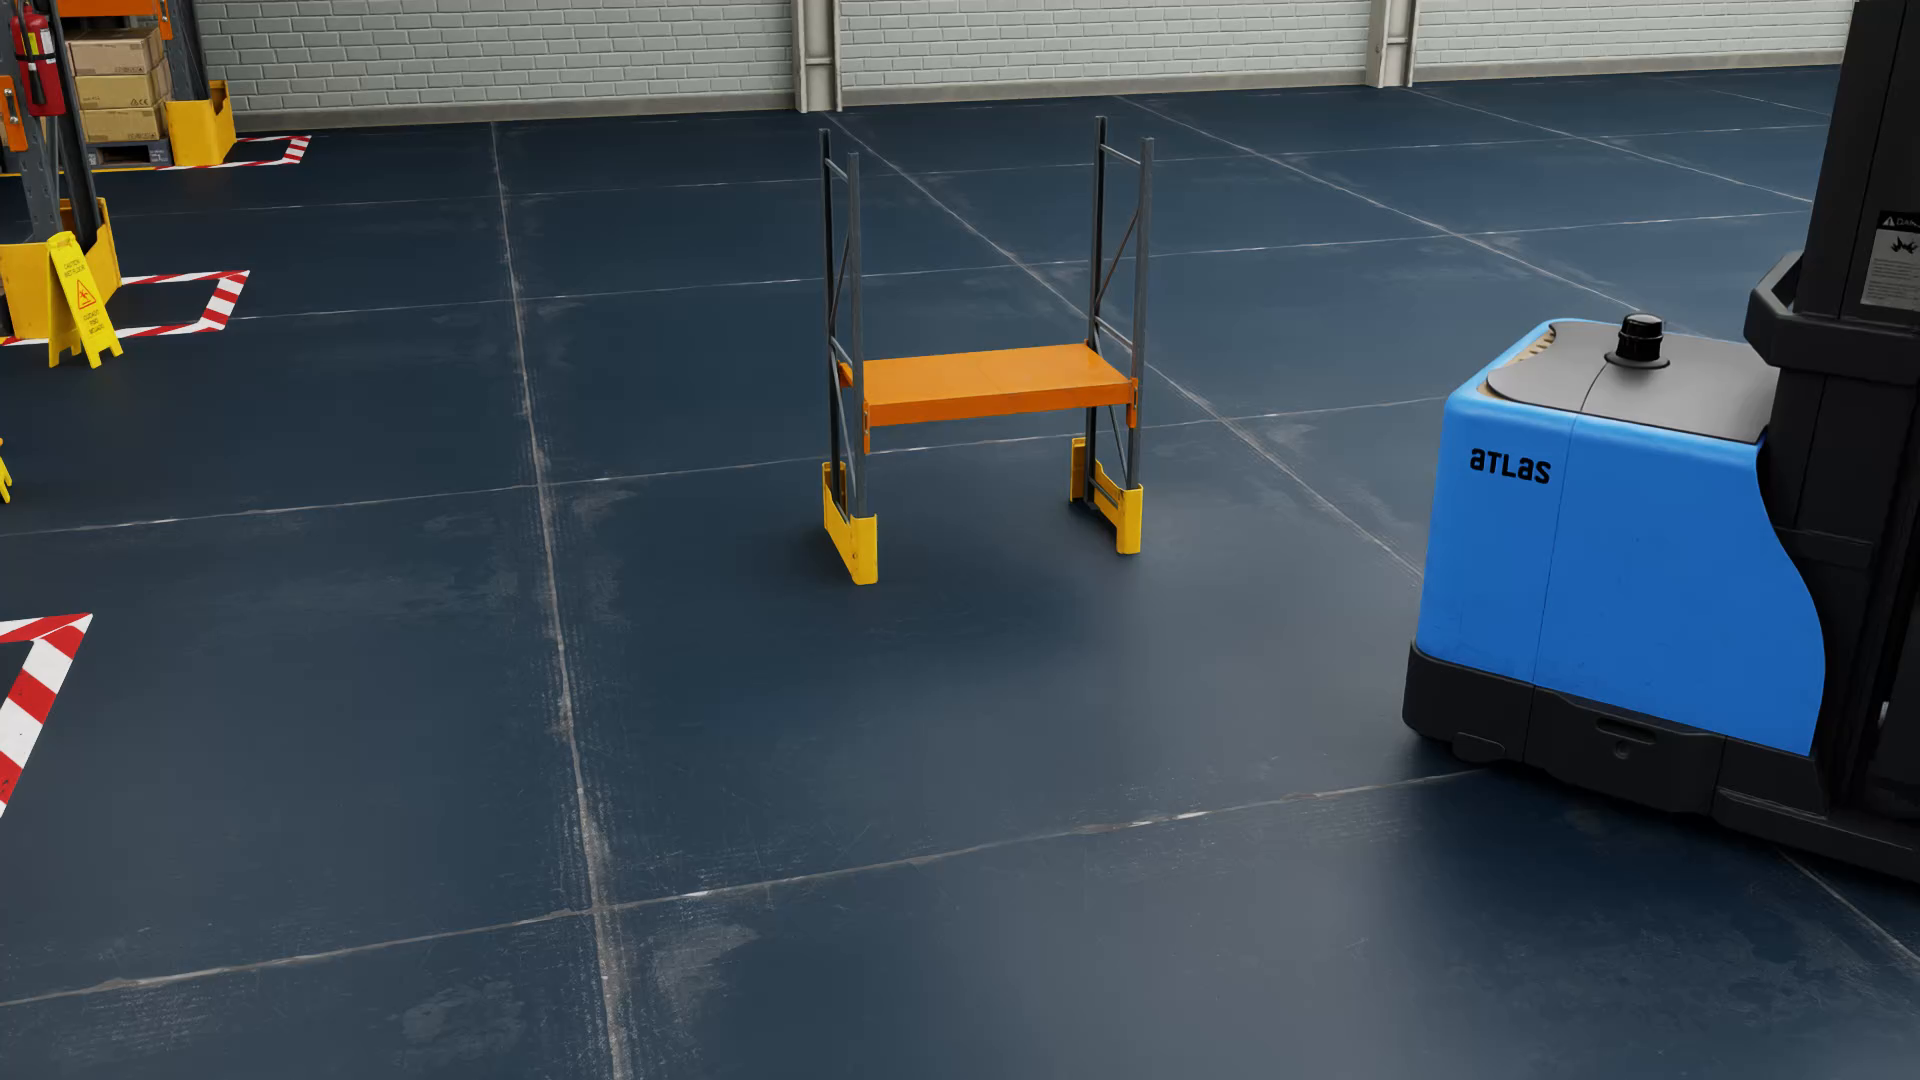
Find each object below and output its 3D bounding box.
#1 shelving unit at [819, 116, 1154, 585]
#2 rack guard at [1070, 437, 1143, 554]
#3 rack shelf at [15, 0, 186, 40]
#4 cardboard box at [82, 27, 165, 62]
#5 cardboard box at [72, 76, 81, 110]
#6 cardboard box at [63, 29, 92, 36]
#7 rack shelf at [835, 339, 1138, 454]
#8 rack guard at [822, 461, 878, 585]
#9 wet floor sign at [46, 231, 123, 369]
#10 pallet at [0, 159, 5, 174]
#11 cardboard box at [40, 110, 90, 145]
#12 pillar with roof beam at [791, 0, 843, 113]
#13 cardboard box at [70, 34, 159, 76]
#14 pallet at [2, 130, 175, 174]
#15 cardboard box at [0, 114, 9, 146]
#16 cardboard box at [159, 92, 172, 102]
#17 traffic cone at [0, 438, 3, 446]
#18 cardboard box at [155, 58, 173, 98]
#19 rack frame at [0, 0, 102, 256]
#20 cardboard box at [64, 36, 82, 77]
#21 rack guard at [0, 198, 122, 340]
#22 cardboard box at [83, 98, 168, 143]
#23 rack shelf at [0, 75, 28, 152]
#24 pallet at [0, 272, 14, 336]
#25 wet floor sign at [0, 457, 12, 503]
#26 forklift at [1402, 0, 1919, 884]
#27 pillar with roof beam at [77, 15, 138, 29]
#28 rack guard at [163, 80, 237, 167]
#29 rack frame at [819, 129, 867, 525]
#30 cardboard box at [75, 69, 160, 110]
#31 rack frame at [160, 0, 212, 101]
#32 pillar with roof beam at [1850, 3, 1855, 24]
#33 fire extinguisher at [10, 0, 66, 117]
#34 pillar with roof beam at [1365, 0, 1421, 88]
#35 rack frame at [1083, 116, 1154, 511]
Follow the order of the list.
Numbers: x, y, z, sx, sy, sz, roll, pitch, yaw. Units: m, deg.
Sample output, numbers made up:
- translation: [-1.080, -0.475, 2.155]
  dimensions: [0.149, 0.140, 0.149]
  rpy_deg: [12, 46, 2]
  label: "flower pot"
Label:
- translation: [0.073, -0.697, 5.973]
  dimensions: [1.083, 1.500, 0.587]
  rpy_deg: [-6, 24, -14]
  label: "shelving unit"
- translation: [0.553, -0.176, 6.343]
  dimensions: [0.087, 0.250, 0.587]
  rpy_deg: [-6, 24, -14]
  label: "rack guard"
- translation: [-8.128, -4.007, 12.696]
  dimensions: [4.000, 0.370, 1.077]
  rpy_deg: [-6, 24, -14]
  label: "rack shelf"
- translation: [-6.716, -3.960, 13.361]
  dimensions: [0.500, 0.250, 0.500]
  rpy_deg: [-7, 24, -15]
  label: "cardboard box"
- translation: [-7.073, -3.490, 12.899]
  dimensions: [0.500, 0.250, 0.500]
  rpy_deg: [-7, 24, -15]
  label: "cardboard box"
- translation: [-7.197, -3.905, 13.234]
  dimensions: [0.500, 0.250, 0.500]
  rpy_deg: [-6, 24, -14]
  label: "cardboard box"
- translation: [0.082, -0.533, 6.046]
  dimensions: [1.000, 0.185, 0.538]
  rpy_deg: [-6, 24, -14]
  label: "rack shelf"
- translation: [-0.406, -0.070, 6.096]
  dimensions: [0.087, 0.250, 0.587]
  rpy_deg: [-6, 24, -14]
  label: "rack guard"
- translation: [-4.386, -1.198, 8.224]
  dimensions: [0.232, 0.644, 0.267]
  rpy_deg: [2, 23, 4]
  label: "wet floor sign"
- translation: [-8.100, -3.043, 13.074]
  dimensions: [1.213, 0.211, 1.003]
  rpy_deg: [-6, 24, -14]
  label: "pallet"
- translation: [-7.051, -3.260, 12.999]
  dimensions: [0.500, 0.250, 0.500]
  rpy_deg: [-6, 24, -14]
  label: "cardboard box"
- translation: [-0.177, -6.580, 10.173]
  dimensions: [0.400, 9.000, 9.100]
  rpy_deg: [-6, 24, -14]
  label: "pillar with roof beam"
- translation: [-6.562, -3.772, 12.923]
  dimensions: [0.500, 0.250, 0.500]
  rpy_deg: [-5, 24, -13]
  label: "cardboard box"
- translation: [-6.928, -3.172, 13.374]
  dimensions: [1.213, 0.211, 1.003]
  rpy_deg: [-6, 24, -14]
  label: "pallet"
- translation: [-7.535, -3.211, 12.883]
  dimensions: [0.500, 0.250, 0.500]
  rpy_deg: [-6, 24, -14]
  label: "cardboard box"
- translation: [-6.728, -3.502, 13.561]
  dimensions: [0.500, 0.250, 0.500]
  rpy_deg: [-6, 24, -14]
  label: "cardboard box"
- translation: [-4.297, -0.580, 7.014]
  dimensions: [0.334, 0.463, 0.336]
  rpy_deg: [-6, 24, -14]
  label: "traffic cone"
- translation: [-6.711, -3.738, 13.479]
  dimensions: [0.500, 0.250, 0.500]
  rpy_deg: [-6, 24, -13]
  label: "cardboard box"
- translation: [-4.858, -2.666, 8.660]
  dimensions: [0.127, 3.000, 1.000]
  rpy_deg: [-6, 24, -14]
  label: "rack frame"
- translation: [-7.052, -3.715, 12.791]
  dimensions: [0.500, 0.250, 0.500]
  rpy_deg: [-6, 24, -13]
  label: "cardboard box"
- translation: [-4.931, -1.509, 9.134]
  dimensions: [0.348, 0.500, 1.175]
  rpy_deg: [-6, 24, -14]
  label: "rack guard"
- translation: [-6.570, -3.310, 13.114]
  dimensions: [0.500, 0.250, 0.500]
  rpy_deg: [-6, 24, -14]
  label: "cardboard box"
- translation: [-6.784, -2.123, 8.305]
  dimensions: [4.000, 0.370, 1.077]
  rpy_deg: [-6, 24, -14]
  label: "rack shelf"
- translation: [-5.723, -1.304, 9.020]
  dimensions: [1.213, 0.211, 1.003]
  rpy_deg: [-6, 24, -14]
  label: "pallet"
- translation: [-3.931, -0.471, 6.528]
  dimensions: [0.232, 0.644, 0.267]
  rpy_deg: [-11, 25, -23]
  label: "wet floor sign"
- translation: [2.798, -0.581, 3.888]
  dimensions: [3.031, 2.935, 1.130]
  rpy_deg: [15, 27, 31]
  label: "forklift"
- translation: [-5.954, -5.941, 8.683]
  dimensions: [0.400, 9.000, 9.100]
  rpy_deg: [-6, 24, -14]
  label: "pillar with roof beam"
- translation: [-6.179, -3.404, 13.550]
  dimensions: [0.348, 0.500, 1.175]
  rpy_deg: [-6, 24, -14]
  label: "rack guard"
- translation: [-0.407, -0.644, 5.849]
  dimensions: [0.032, 1.500, 0.500]
  rpy_deg: [-6, 24, -14]
  label: "rack frame"
- translation: [-6.587, -3.539, 13.014]
  dimensions: [0.500, 0.250, 0.500]
  rpy_deg: [-7, 24, -15]
  label: "cardboard box"
- translation: [-6.203, -4.550, 13.051]
  dimensions: [0.127, 3.000, 1.000]
  rpy_deg: [-6, 24, -14]
  label: "rack frame"
- translation: [11.377, -7.858, 13.152]
  dimensions: [0.400, 9.000, 9.100]
  rpy_deg: [-6, 24, -14]
  label: "pillar with roof beam"
- translation: [-4.623, -2.468, 8.296]
  dimensions: [0.183, 0.674, 0.296]
  rpy_deg: [-6, 24, -14]
  label: "fire extinguisher"
- translation: [5.600, -7.219, 11.662]
  dimensions: [0.400, 9.000, 9.100]
  rpy_deg: [-6, 24, -14]
  label: "pillar with roof beam"
- translation: [0.572, -0.752, 6.102]
  dimensions: [0.032, 1.500, 0.500]
  rpy_deg: [-6, 24, -14]
  label: "rack frame"
